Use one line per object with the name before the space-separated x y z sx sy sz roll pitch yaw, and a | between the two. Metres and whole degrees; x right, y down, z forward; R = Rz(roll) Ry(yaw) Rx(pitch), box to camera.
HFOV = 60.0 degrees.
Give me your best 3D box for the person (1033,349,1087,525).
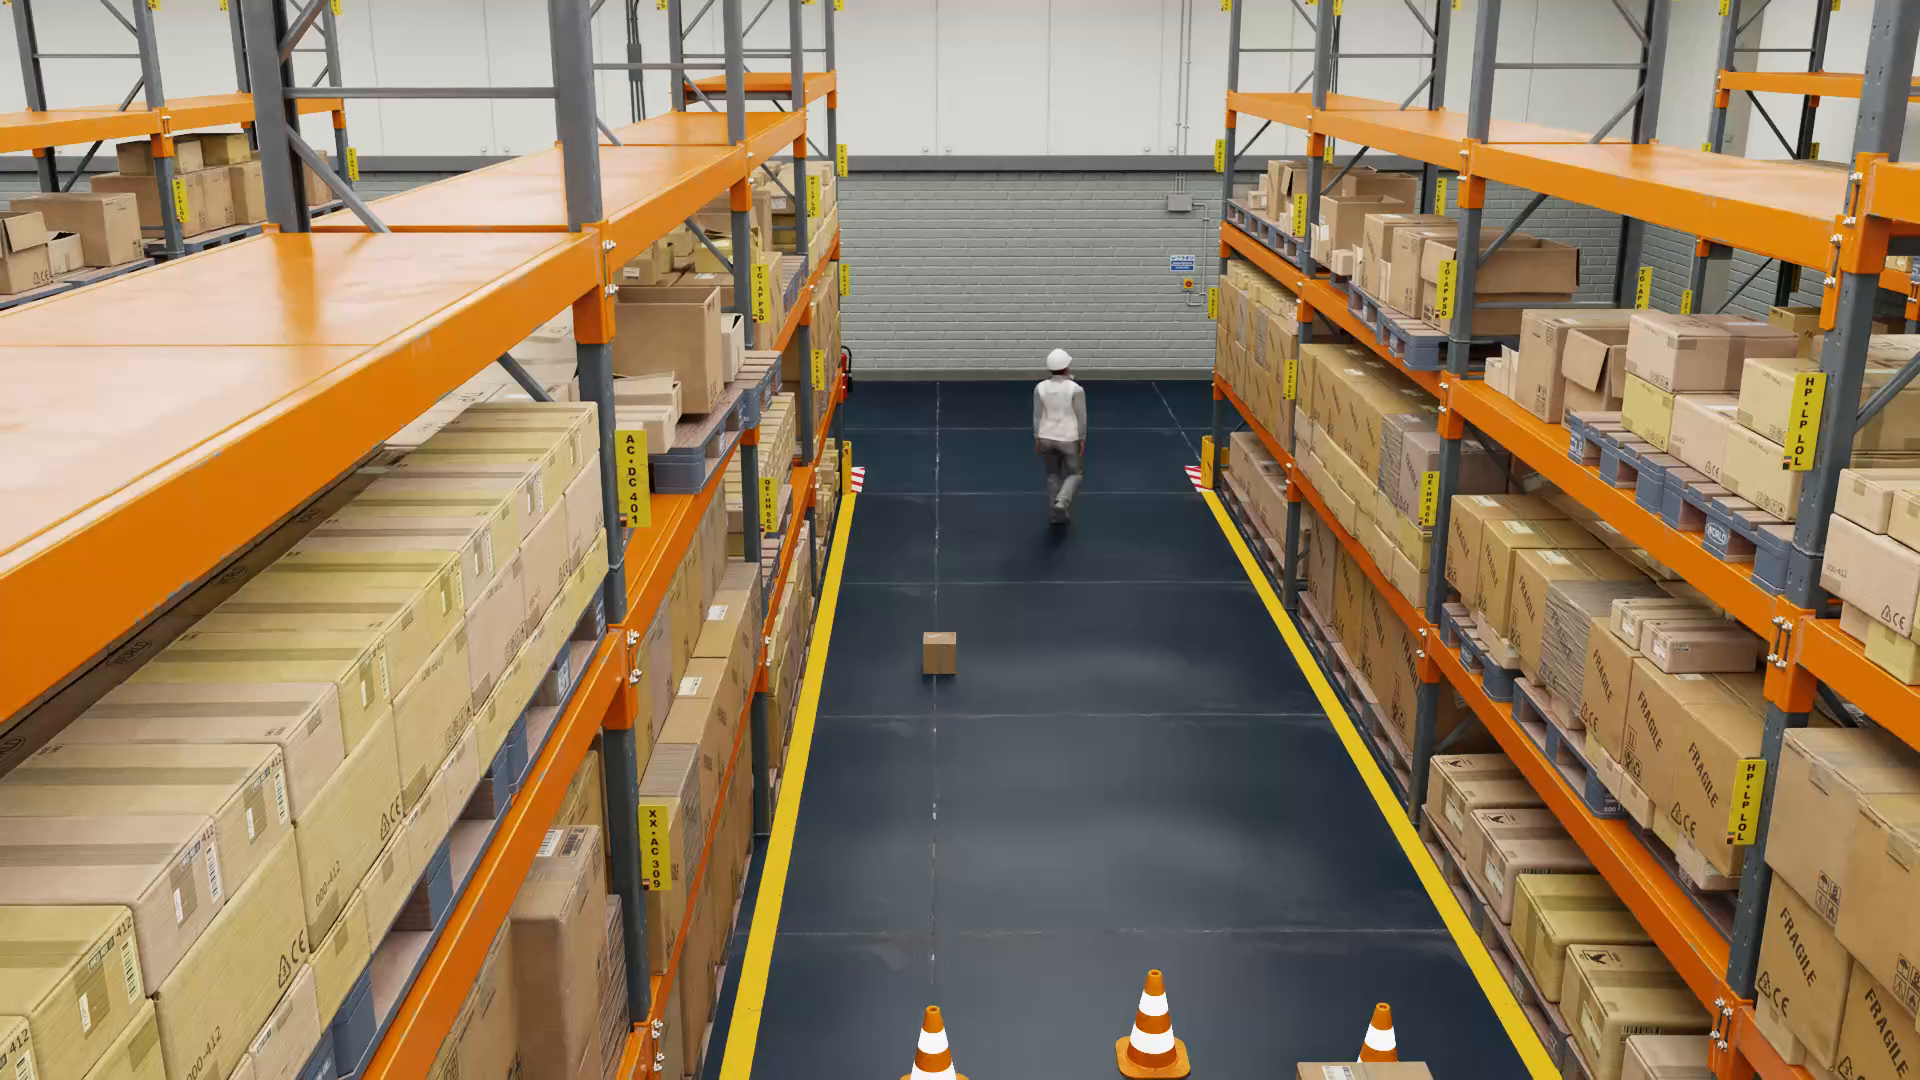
person | 0.972 -0.986 16.168 0.539 1.756 0.647 6 18 20
